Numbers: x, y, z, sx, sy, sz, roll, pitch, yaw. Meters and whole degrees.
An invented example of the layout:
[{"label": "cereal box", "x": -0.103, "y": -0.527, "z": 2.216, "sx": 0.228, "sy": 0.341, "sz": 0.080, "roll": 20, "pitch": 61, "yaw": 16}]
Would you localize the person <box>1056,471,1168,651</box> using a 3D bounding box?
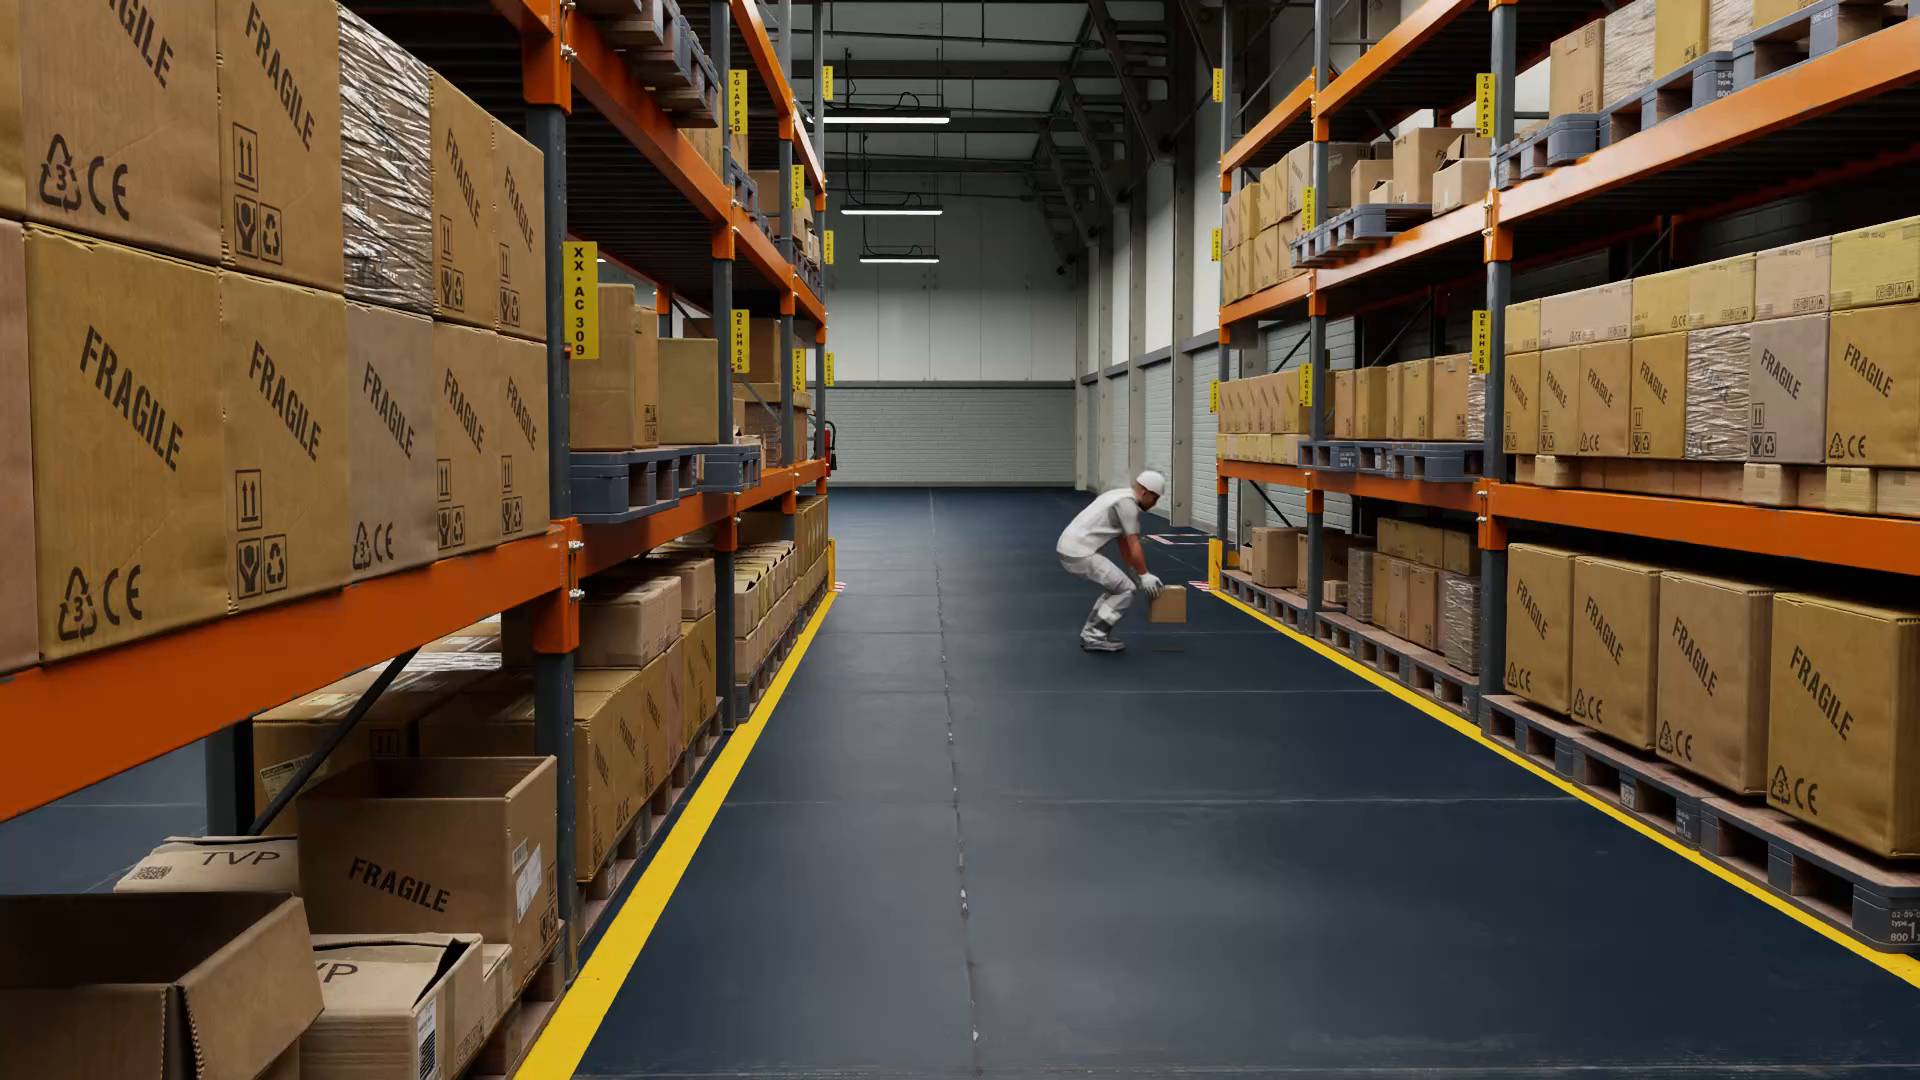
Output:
[{"label": "person", "x": 1.105, "y": 0.144, "z": 12.099, "sx": 0.816, "sy": 1.295, "sz": 0.585, "roll": 0, "pitch": 4, "yaw": -1}]
